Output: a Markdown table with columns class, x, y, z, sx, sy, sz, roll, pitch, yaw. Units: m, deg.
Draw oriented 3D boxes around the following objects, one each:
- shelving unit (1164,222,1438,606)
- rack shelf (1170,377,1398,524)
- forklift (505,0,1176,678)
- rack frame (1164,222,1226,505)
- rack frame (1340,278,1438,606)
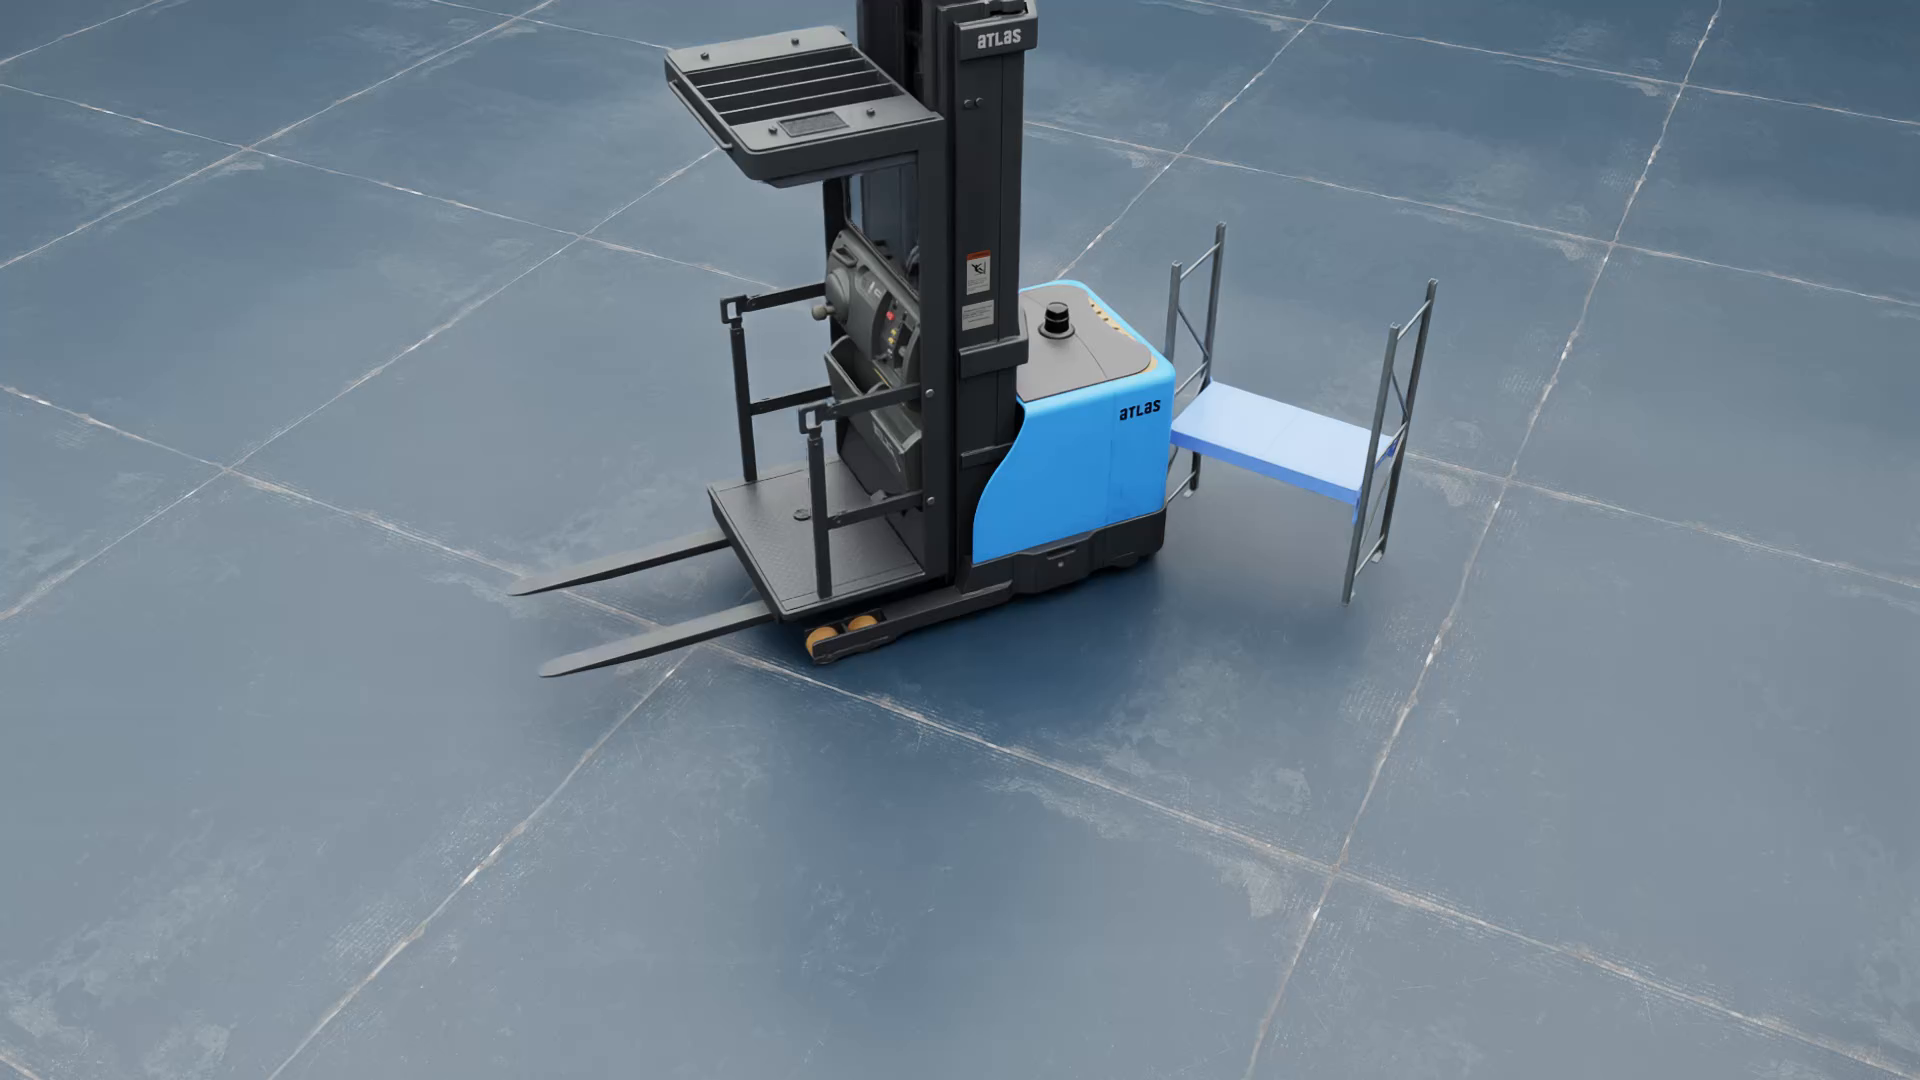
| class | x | y | z | sx | sy | sz | roll | pitch | yaw |
| --- | --- | --- | --- | --- | --- | --- | --- | --- | --- |
| shelving unit | 1.515 | -0.583 | 7.777 | 1.048 | 1.500 | 0.538 | 21 | 42 | 25 |
| rack shelf | 1.515 | -0.440 | 7.886 | 1.000 | 0.185 | 0.538 | 21 | 42 | 25 |
| forklift | -0.565 | -0.974 | 7.109 | 3.031 | 2.935 | 1.130 | -16 | 40 | -20 |
| rack frame | 1.087 | -0.749 | 7.996 | 0.032 | 1.500 | 0.500 | 21 | 42 | 25 |
| rack frame | 1.943 | -0.417 | 7.559 | 0.032 | 1.500 | 0.500 | 21 | 42 | 25 |
